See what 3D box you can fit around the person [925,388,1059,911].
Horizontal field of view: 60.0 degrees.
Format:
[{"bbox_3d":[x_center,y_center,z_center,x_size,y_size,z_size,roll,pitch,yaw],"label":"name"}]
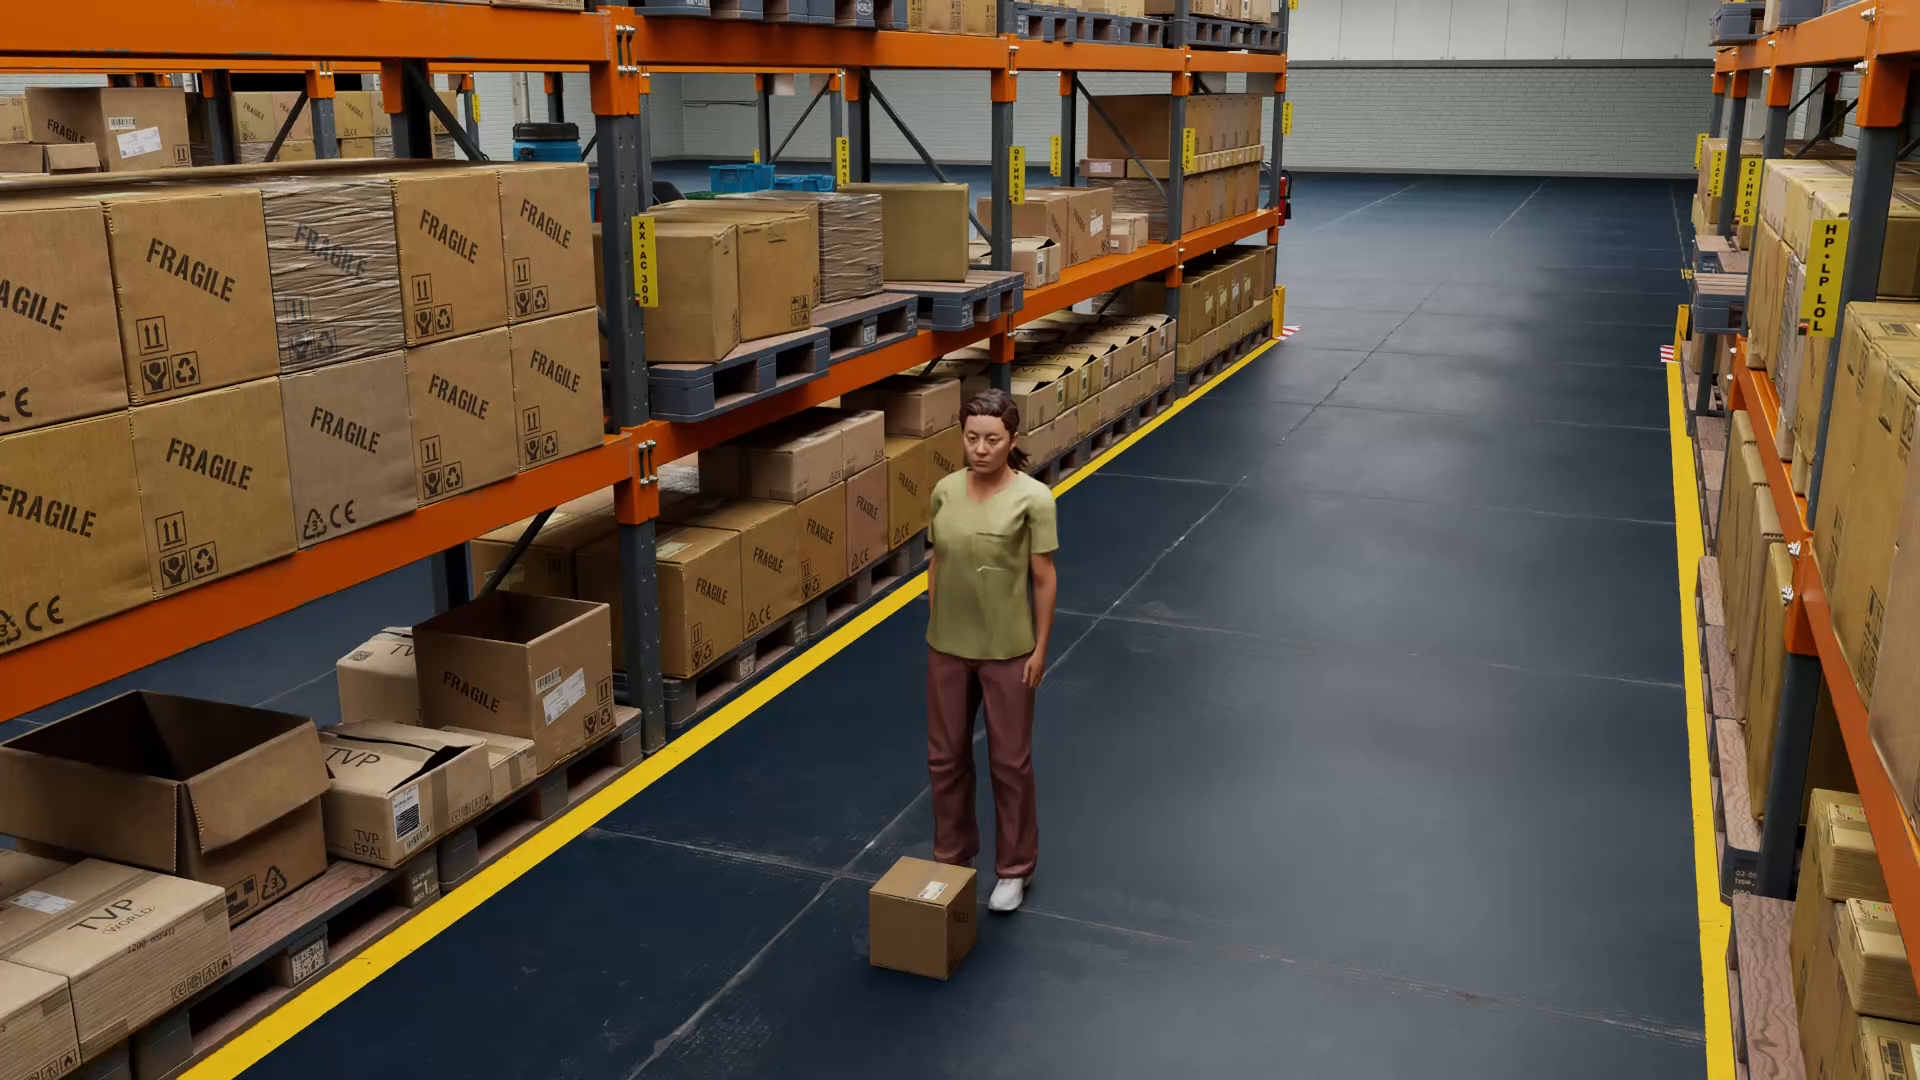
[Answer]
[{"bbox_3d":[0.087,0.346,5.291,0.441,1.671,0.361,6,17,22],"label":"person"}]
